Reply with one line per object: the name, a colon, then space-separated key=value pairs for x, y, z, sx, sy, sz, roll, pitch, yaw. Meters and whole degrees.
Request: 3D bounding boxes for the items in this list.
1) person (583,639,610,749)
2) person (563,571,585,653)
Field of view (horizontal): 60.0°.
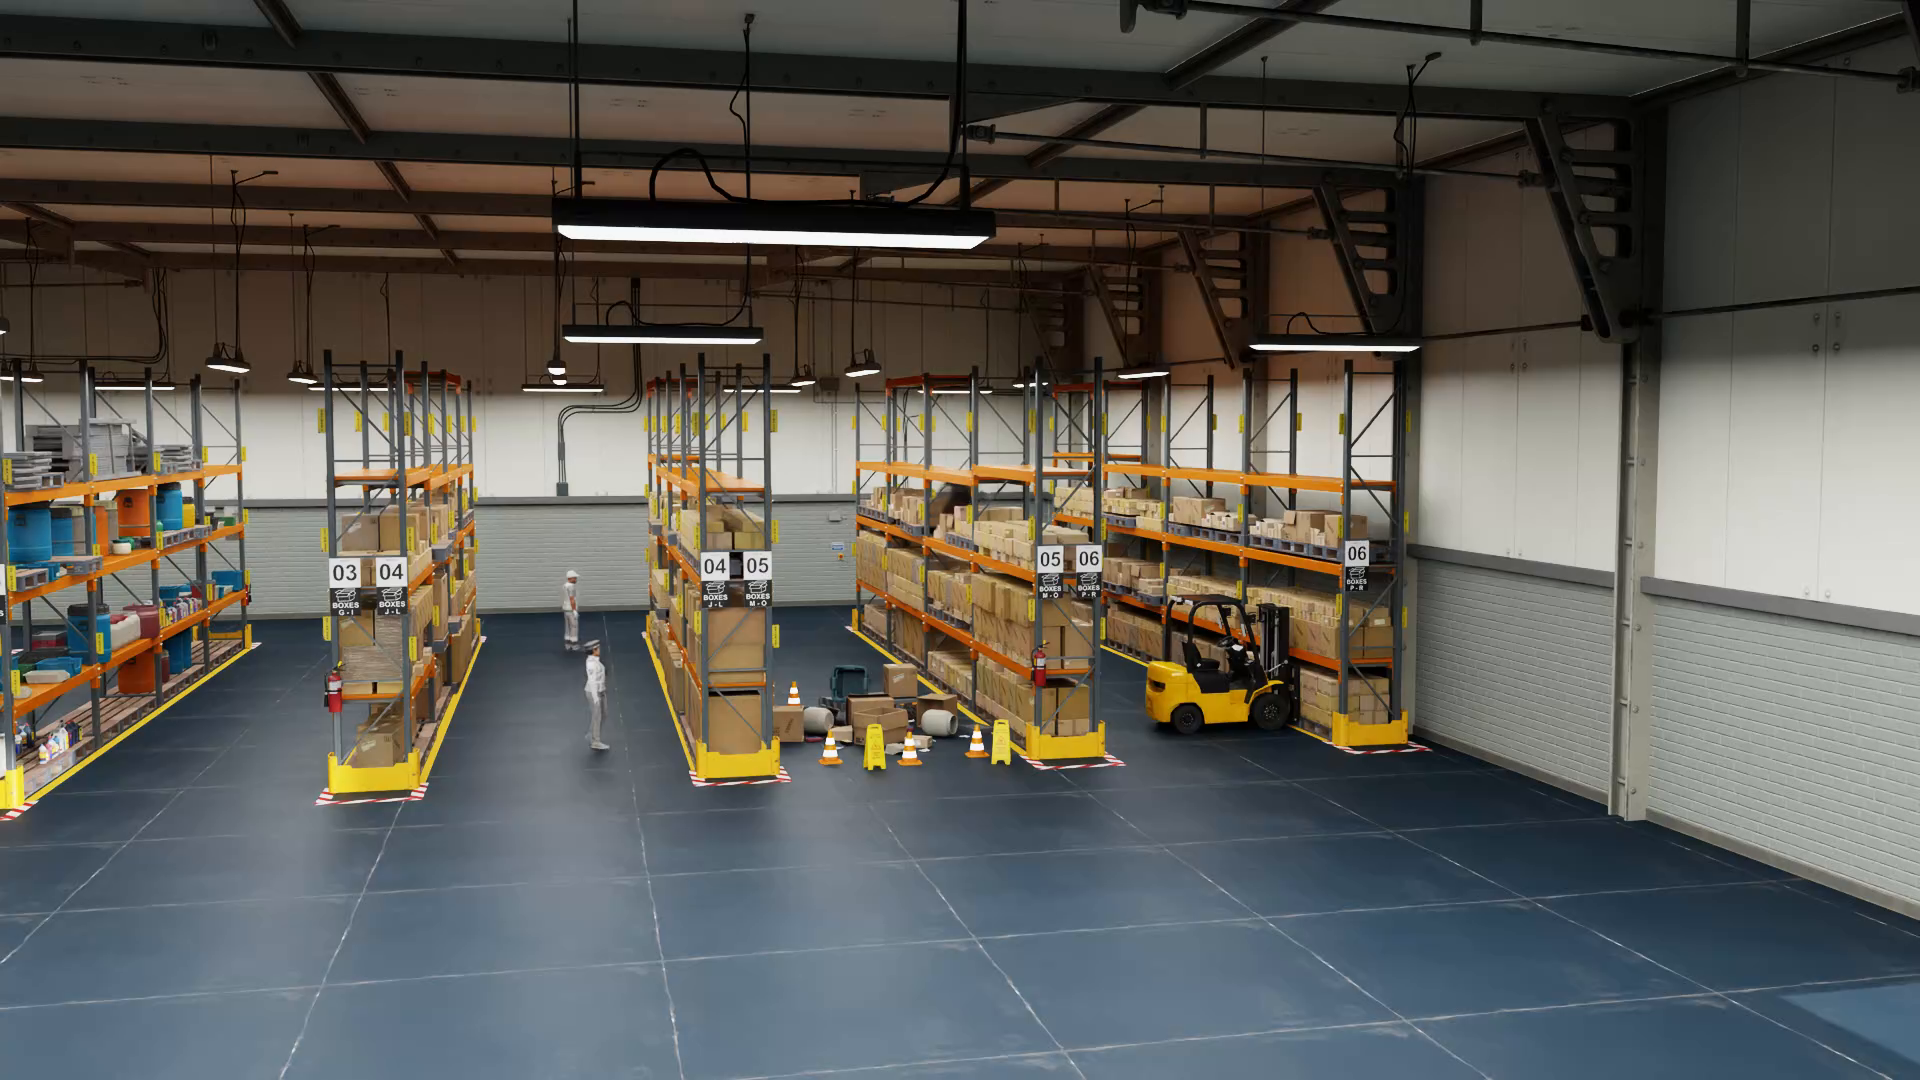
person: x=-5.631 y=2.385 z=25.755 sx=0.449 sy=1.689 sz=0.541 roll=0 pitch=4 yaw=3
person: x=-8.455 y=1.563 z=36.411 sx=0.429 sy=1.793 sz=0.623 roll=-2 pitch=4 yaw=-27
